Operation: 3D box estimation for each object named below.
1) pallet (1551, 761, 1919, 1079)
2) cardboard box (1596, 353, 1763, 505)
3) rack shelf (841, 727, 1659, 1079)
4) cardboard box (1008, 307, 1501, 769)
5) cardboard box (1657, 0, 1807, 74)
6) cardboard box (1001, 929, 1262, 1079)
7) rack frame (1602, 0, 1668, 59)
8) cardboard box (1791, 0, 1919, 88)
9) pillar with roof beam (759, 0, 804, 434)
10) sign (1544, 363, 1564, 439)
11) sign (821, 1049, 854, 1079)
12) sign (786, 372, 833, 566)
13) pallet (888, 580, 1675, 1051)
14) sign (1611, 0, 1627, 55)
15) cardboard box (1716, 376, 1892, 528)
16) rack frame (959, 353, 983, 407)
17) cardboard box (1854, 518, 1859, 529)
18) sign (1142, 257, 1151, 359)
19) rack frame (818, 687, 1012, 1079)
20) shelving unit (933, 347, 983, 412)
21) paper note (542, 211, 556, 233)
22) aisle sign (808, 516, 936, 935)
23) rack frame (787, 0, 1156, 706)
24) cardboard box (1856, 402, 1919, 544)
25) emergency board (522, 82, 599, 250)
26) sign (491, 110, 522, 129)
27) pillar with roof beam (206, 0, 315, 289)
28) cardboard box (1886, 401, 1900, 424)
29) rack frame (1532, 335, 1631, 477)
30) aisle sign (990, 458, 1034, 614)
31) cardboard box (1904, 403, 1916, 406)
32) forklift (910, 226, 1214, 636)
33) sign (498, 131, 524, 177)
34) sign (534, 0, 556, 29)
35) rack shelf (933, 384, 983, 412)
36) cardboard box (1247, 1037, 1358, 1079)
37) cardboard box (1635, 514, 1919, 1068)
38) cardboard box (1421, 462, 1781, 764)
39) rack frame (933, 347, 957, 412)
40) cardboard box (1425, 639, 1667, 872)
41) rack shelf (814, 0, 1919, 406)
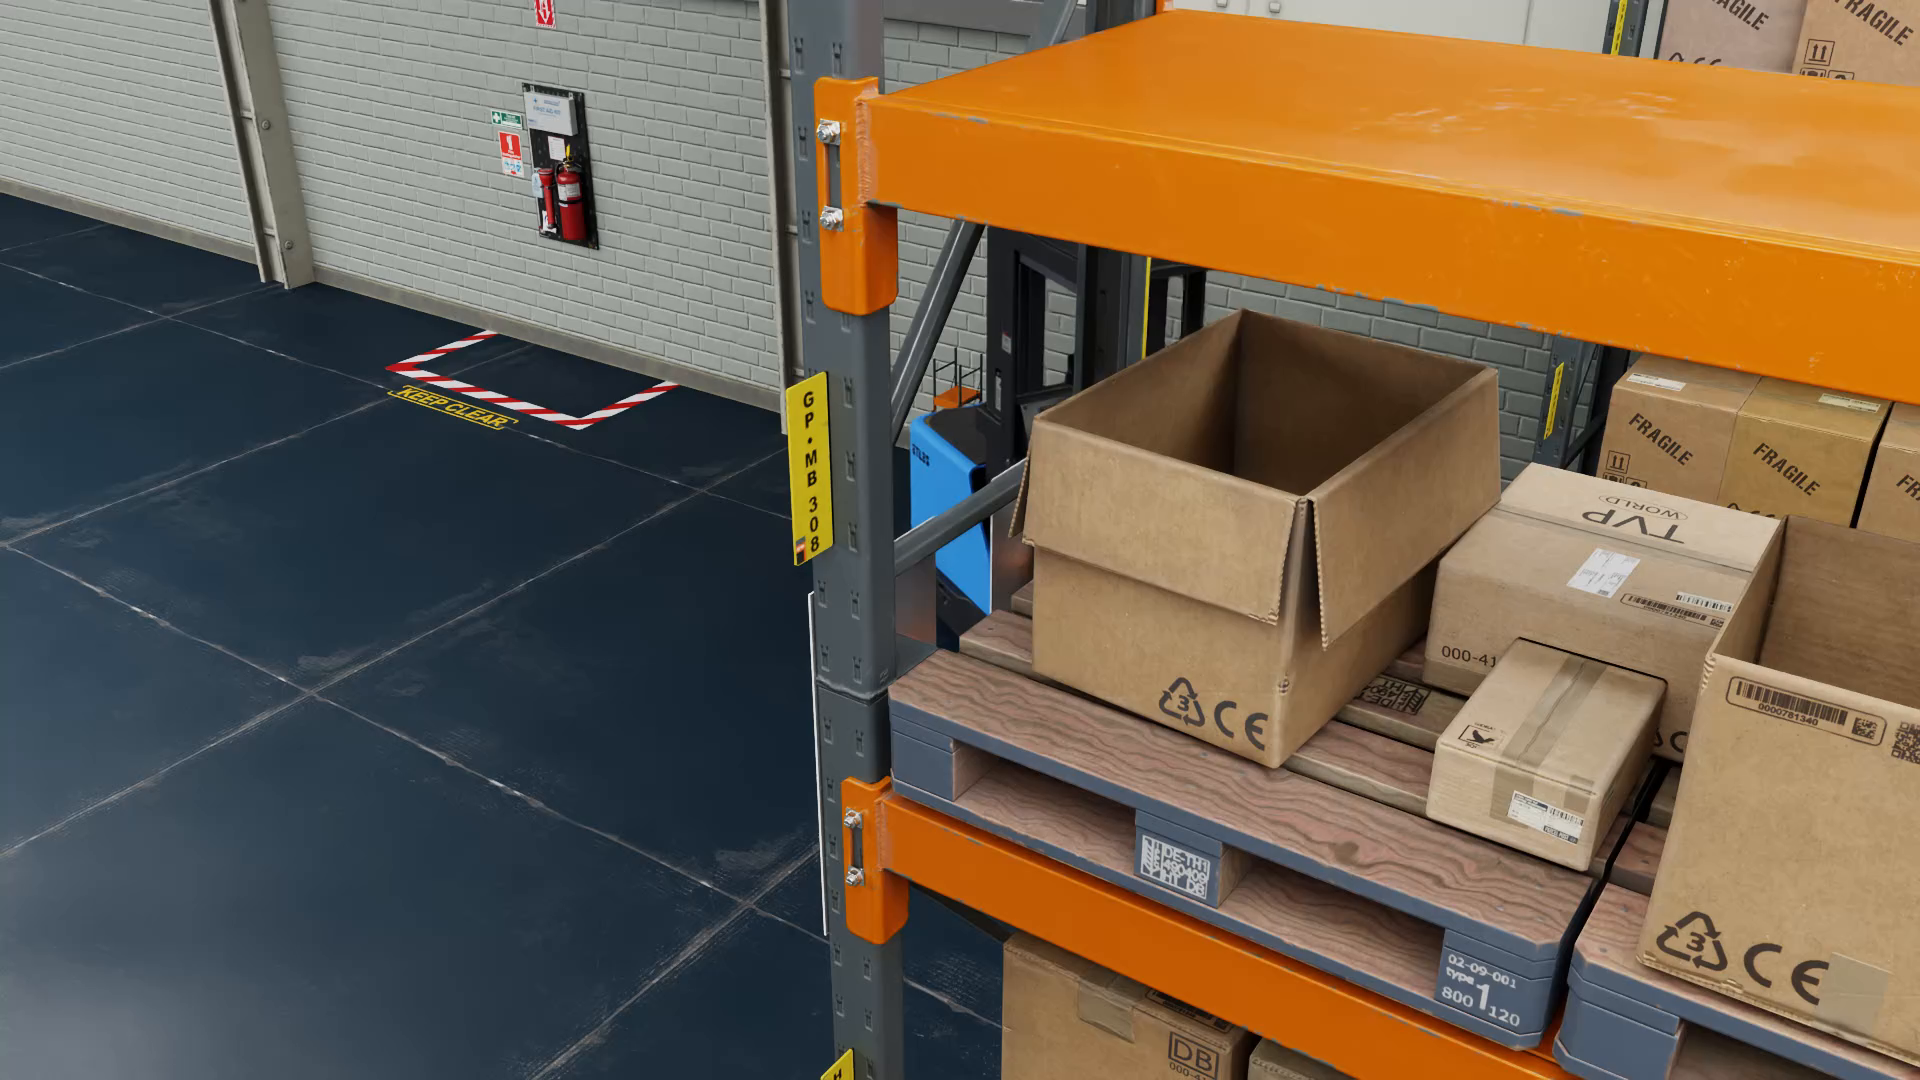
[{"bbox_3d":[1.643,0.644,2.467,1.213,0.211,1.003,17,32,30],"label":"pallet"},{"bbox_3d":[3.090,-0.457,7.157,0.500,0.500,0.500,17,32,30],"label":"cardboard box"},{"bbox_3d":[1.714,0.935,2.592,4.000,0.370,1.077,17,32,30],"label":"rack shelf"},{"bbox_3d":[0.537,-0.046,2.994,0.637,0.503,0.797,20,33,34],"label":"cardboard box"},{"bbox_3d":[3.047,-2.062,6.452,0.500,0.500,0.500,15,31,27],"label":"cardboard box"},{"bbox_3d":[0.487,0.953,3.530,0.500,0.500,0.700,17,32,30],"label":"cardboard box"},{"bbox_3d":[2.867,-3.089,6.398,0.127,3.000,1.000,17,32,30],"label":"rack frame"},{"bbox_3d":[3.432,-1.914,6.162,0.500,0.500,0.500,17,31,30],"label":"cardboard box"},{"bbox_3d":[-3.449,-3.164,6.546,0.400,9.000,9.100,17,32,30],"label":"pillar with roof beam"},{"bbox_3d":[2.560,-0.598,7.164,0.005,0.325,0.100,17,32,30],"label":"sign"},{"bbox_3d":[-0.254,1.222,3.499,0.005,0.325,0.100,17,32,30],"label":"sign"},{"bbox_3d":[-0.254,-0.118,2.817,0.005,0.325,0.100,17,32,30],"label":"sign"},{"bbox_3d":[0.634,0.331,3.082,1.213,0.211,1.003,17,32,30],"label":"pallet"},{"bbox_3d":[2.560,-1.939,6.482,0.005,0.325,0.100,17,32,30],"label":"sign"},{"bbox_3d":[3.492,-0.326,6.900,0.500,0.500,0.500,17,32,30],"label":"cardboard box"},{"bbox_3d":[0.063,-0.515,9.939,0.006,1.200,0.240,17,32,30],"label":"rack frame"},{"bbox_3d":[3.526,0.015,7.058,0.500,0.250,0.500,16,31,29],"label":"cardboard box"},{"bbox_3d":[0.384,-0.458,3.646,0.005,0.325,0.100,17,32,30],"label":"sign"},{"bbox_3d":[0.065,1.438,4.118,0.127,3.000,1.000,17,32,30],"label":"rack frame"},{"bbox_3d":[-0.012,-0.538,9.985,0.189,1.200,0.258,17,32,30],"label":"shelving unit"},{"bbox_3d":[-3.134,-2.427,12.684,0.142,0.148,0.016,17,32,30],"label":"paper note"},{"bbox_3d":[-0.162,0.377,3.337,0.004,0.787,0.394,17,32,30],"label":"aisle sign"},{"bbox_3d":[0.065,-1.236,2.757,0.127,3.000,1.000,17,32,30],"label":"rack frame"},{"bbox_3d":[3.914,-0.191,6.635,0.500,0.500,0.500,16,31,29],"label":"cardboard box"},{"bbox_3d":[-3.027,-2.749,12.344,0.643,1.169,0.194,17,32,30],"label":"emergency board"},{"bbox_3d":[-3.426,-3.177,12.561,0.331,0.109,0.001,17,32,30],"label":"sign"},{"bbox_3d":[-8.395,-4.705,9.573,0.400,9.000,9.100,17,32,30],"label":"pillar with roof beam"},{"bbox_3d":[3.785,-0.517,7.276,0.500,0.500,0.500,18,32,31],"label":"cardboard box"},{"bbox_3d":[2.867,-0.415,7.759,0.127,3.000,1.000,17,32,30],"label":"rack frame"},{"bbox_3d":[0.178,0.152,3.777,0.004,0.787,0.394,17,32,30],"label":"aisle sign"},{"bbox_3d":[4.214,-0.386,7.018,0.500,0.500,0.500,16,31,29],"label":"cardboard box"},{"bbox_3d":[0.819,-0.540,8.079,1.130,2.935,3.031,-13,30,-24],"label":"forklift"},{"bbox_3d":[-3.425,-2.945,12.691,0.234,0.329,0.001,17,32,30],"label":"sign"},{"bbox_3d":[-2.978,-3.821,11.895,0.199,0.298,0.001,17,32,30],"label":"sign"},{"bbox_3d":[-0.012,-0.820,9.842,0.180,0.103,0.258,17,32,30],"label":"rack shelf"},{"bbox_3d":[0.923,1.086,3.268,0.500,0.500,0.700,16,31,29],"label":"cardboard box"},{"bbox_3d":[1.280,0.335,2.249,0.500,0.500,0.500,17,32,30],"label":"cardboard box"},{"bbox_3d":[1.164,0.115,2.957,0.500,0.250,0.500,17,32,30],"label":"cardboard box"},{"bbox_3d":[-0.087,-0.562,10.031,0.006,1.200,0.240,17,32,30],"label":"rack frame"},{"bbox_3d":[0.935,0.331,2.645,0.250,0.149,0.380,17,32,30],"label":"cardboard box"},{"bbox_3d":[1.714,-0.224,2.002,4.000,0.370,1.077,17,32,30],"label":"rack shelf"}]
